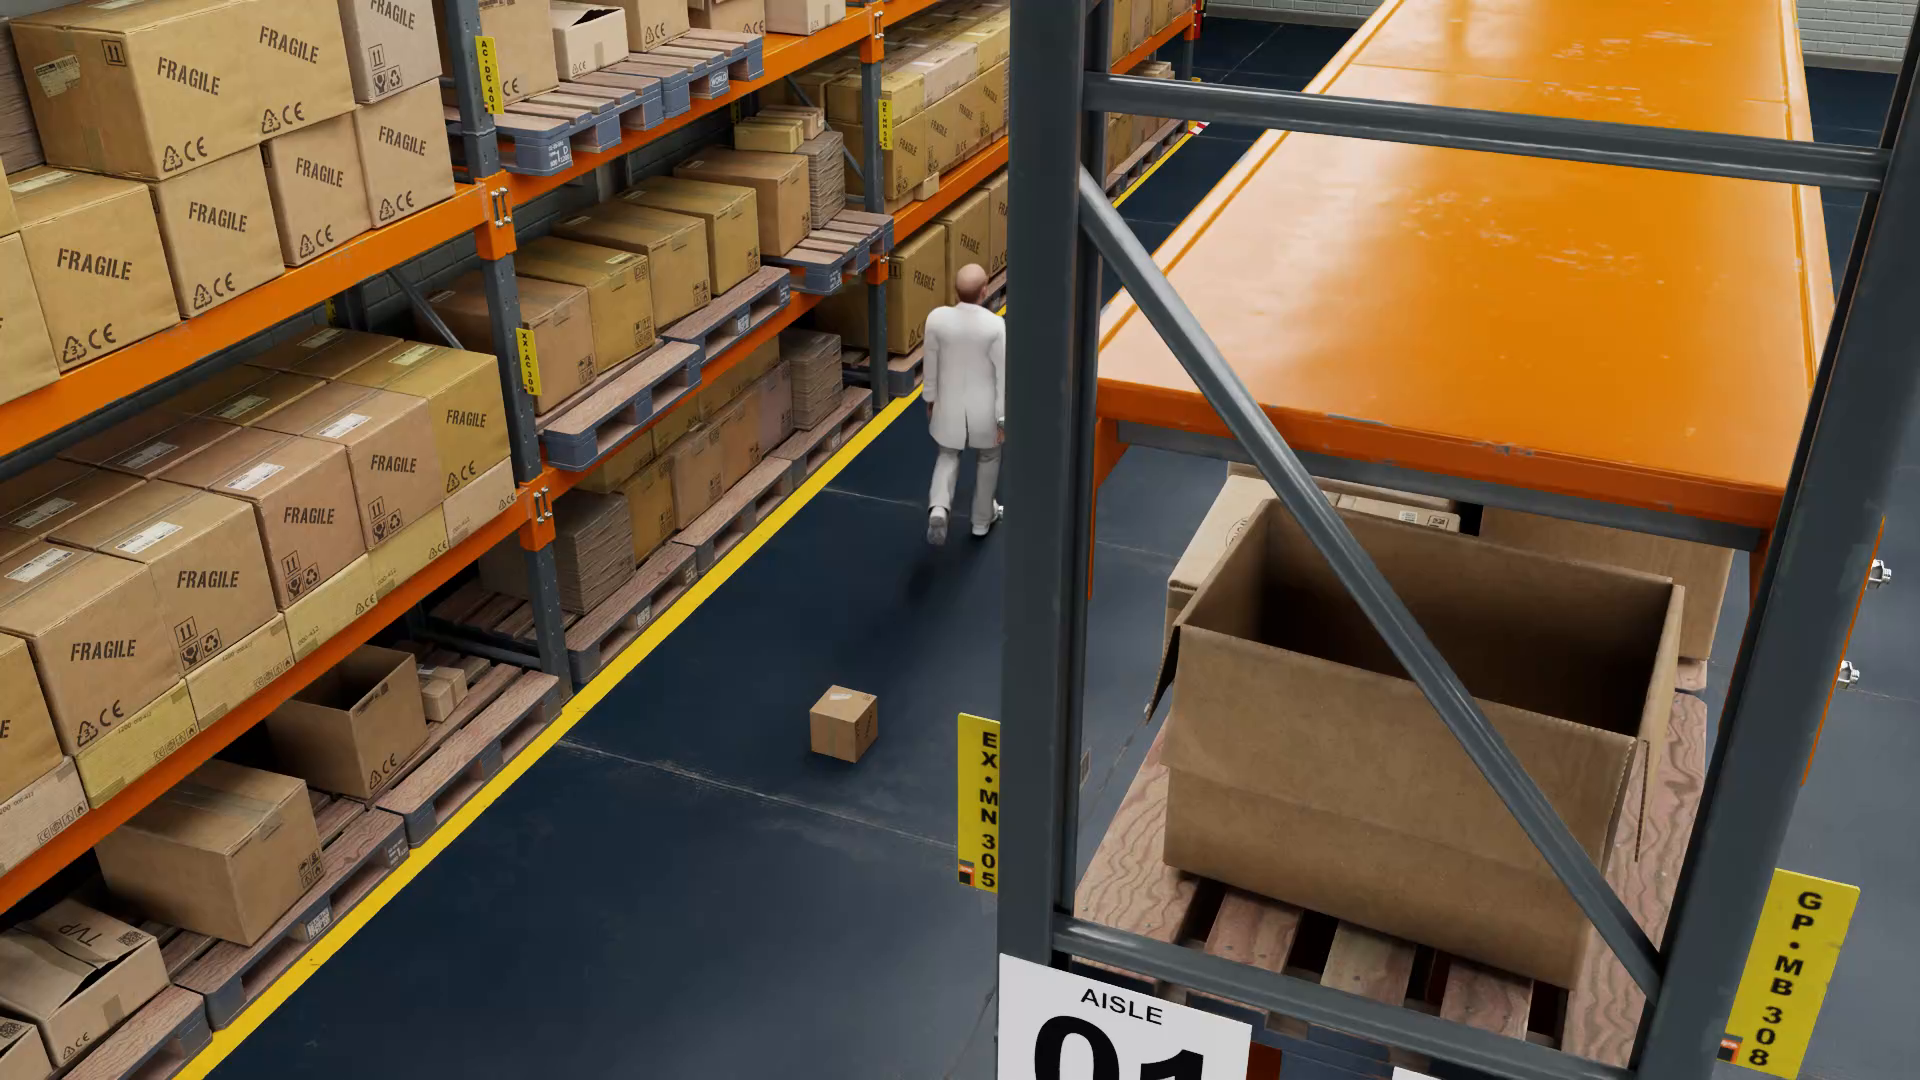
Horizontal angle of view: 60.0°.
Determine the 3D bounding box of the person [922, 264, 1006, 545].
[{"bbox_3d":[0.042,-0.782,9.769,0.588,1.754,0.805,7,30,13],"label":"person"}]
